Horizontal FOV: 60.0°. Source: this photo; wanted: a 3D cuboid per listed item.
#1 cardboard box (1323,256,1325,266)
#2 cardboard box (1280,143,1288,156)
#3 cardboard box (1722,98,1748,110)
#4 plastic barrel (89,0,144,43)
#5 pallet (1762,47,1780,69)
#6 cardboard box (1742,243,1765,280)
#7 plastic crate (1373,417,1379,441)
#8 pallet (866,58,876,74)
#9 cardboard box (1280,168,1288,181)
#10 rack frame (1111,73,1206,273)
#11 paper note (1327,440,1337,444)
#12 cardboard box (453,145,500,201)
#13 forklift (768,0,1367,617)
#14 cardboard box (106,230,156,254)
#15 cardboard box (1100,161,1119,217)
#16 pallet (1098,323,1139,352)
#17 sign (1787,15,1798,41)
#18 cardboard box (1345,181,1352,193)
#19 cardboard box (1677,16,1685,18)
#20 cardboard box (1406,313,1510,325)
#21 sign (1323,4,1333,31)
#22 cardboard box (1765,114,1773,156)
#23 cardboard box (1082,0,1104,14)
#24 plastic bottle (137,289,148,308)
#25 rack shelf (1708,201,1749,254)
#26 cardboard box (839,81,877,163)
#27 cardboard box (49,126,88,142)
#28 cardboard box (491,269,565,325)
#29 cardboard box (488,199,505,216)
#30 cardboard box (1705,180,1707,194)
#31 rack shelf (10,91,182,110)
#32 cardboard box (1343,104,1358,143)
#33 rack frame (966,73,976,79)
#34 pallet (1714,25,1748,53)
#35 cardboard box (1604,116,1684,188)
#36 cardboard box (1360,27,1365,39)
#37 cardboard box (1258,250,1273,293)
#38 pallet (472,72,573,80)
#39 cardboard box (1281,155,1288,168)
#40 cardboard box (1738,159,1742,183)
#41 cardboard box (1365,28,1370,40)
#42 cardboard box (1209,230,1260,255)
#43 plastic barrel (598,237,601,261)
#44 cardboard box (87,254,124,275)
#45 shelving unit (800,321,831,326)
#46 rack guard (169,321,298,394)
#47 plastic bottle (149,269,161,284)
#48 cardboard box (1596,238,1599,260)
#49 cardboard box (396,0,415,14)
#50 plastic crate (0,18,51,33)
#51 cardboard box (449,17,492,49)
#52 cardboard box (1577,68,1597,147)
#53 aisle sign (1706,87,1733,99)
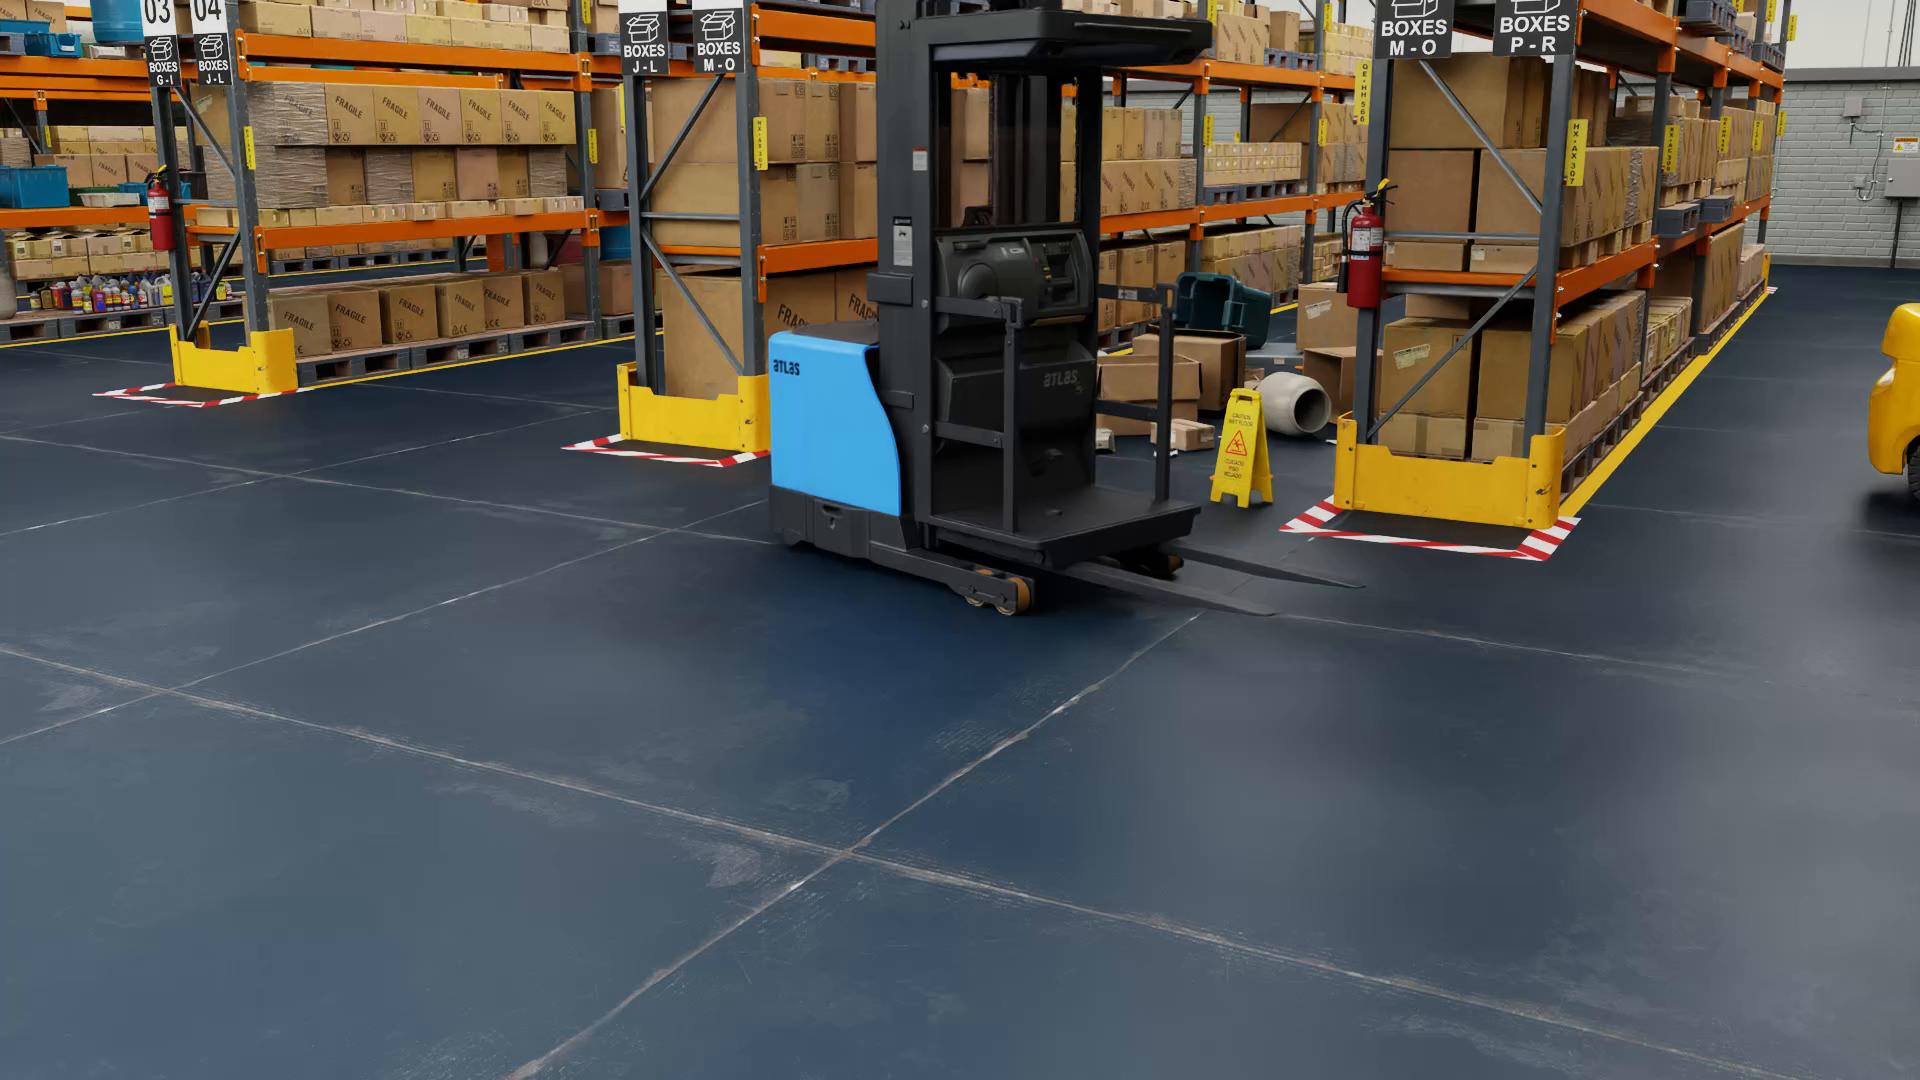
[{"bbox_3d":[4.630,-3.713,22.085,0.380,0.149,0.250,7,15,28],"label":"cardboard box"},{"bbox_3d":[3.766,-4.754,20.224,0.380,0.149,0.250,7,15,26],"label":"cardboard box"},{"bbox_3d":[8.807,-4.941,18.897,0.380,0.149,0.250,7,15,27],"label":"cardboard box"},{"bbox_3d":[-9.026,-5.812,17.875,0.600,0.901,0.708,7,15,28],"label":"plastic barrel"},{"bbox_3d":[9.422,-5.886,20.339,1.003,0.211,1.213,7,15,28],"label":"pallet"},{"bbox_3d":[10.129,-3.688,22.001,0.875,0.438,0.875,7,15,26],"label":"cardboard box"},{"bbox_3d":[3.083,-0.765,11.538,0.402,0.080,0.583,2,14,9],"label":"plastic crate"},{"bbox_3d":[-1.379,-6.092,21.405,1.003,0.211,1.213,8,16,31],"label":"pallet"},{"bbox_3d":[3.779,-4.469,20.312,0.380,0.149,0.250,7,15,28],"label":"cardboard box"},{"bbox_3d":[2.111,-3.775,17.791,1.000,3.000,0.127,7,15,28],"label":"rack frame"},{"bbox_3d":[2.556,-0.671,11.250,0.142,0.019,0.148,2,14,9],"label":"paper note"},{"bbox_3d":[-4.813,-3.432,15.522,0.875,0.500,0.500,7,15,28],"label":"cardboard box"},{"bbox_3d":[0.402,-1.233,7.393,1.130,2.935,3.031,-12,18,-41],"label":"forklift"},{"bbox_3d":[-11.626,-4.172,23.214,0.500,0.311,0.500,8,16,30],"label":"cardboard box"},{"bbox_3d":[1.155,-3.286,15.551,0.500,0.500,0.500,7,15,28],"label":"cardboard box"},{"bbox_3d":[1.073,-2.017,16.448,1.003,0.211,1.213,7,15,28],"label":"pallet"},{"bbox_3d":[10.829,-6.662,21.646,0.100,0.325,0.005,7,15,28],"label":"sign"},{"bbox_3d":[5.062,-4.770,22.455,0.380,0.149,0.250,8,16,30],"label":"cardboard box"},{"bbox_3d":[5.781,-4.427,13.876,0.797,0.503,0.637,7,15,28],"label":"cardboard box"},{"bbox_3d":[3.034,-1.127,10.178,0.500,0.500,0.500,8,16,30],"label":"cardboard box"},{"bbox_3d":[4.532,-6.434,20.479,0.100,0.325,0.005,7,15,28],"label":"sign"},{"bbox_3d":[9.867,-5.073,20.830,0.500,0.500,0.500,7,15,28],"label":"cardboard box"},{"bbox_3d":[1.083,-4.801,15.074,0.380,0.149,0.250,7,15,28],"label":"cardboard box"},{"bbox_3d":[-8.874,-2.621,18.037,0.097,0.201,0.097,0,14,0],"label":"plastic bottle"},{"bbox_3d":[7.460,-3.295,17.337,1.077,0.370,4.000,7,15,28],"label":"rack shelf"},{"bbox_3d":[-0.968,-3.026,12.061,0.875,0.550,0.550,7,15,28],"label":"cardboard box"},{"bbox_3d":[-14.731,-6.678,27.344,0.500,0.250,0.500,8,16,29],"label":"cardboard box"},{"bbox_3d":[-4.344,-2.448,16.726,0.500,0.500,0.500,7,15,26],"label":"cardboard box"},{"bbox_3d":[-4.524,-3.142,15.704,0.380,0.149,0.250,7,15,28],"label":"cardboard box"},{"bbox_3d":[6.263,-3.052,14.433,0.380,0.149,0.250,7,15,25],"label":"cardboard box"},{"bbox_3d":[-14.223,-7.560,28.626,1.077,0.370,4.000,7,15,28],"label":"rack shelf"},{"bbox_3d":[4.984,-5.548,22.163,0.500,0.500,0.500,8,16,29],"label":"cardboard box"},{"bbox_3d":[-0.248,-5.178,23.612,1.000,3.000,0.127,7,15,28],"label":"rack frame"},{"bbox_3d":[6.758,-4.739,15.794,1.213,0.211,1.003,8,16,31],"label":"pallet"},{"bbox_3d":[5.037,-2.875,12.315,0.500,0.500,0.500,8,16,29],"label":"cardboard box"},{"bbox_3d":[5.190,-6.769,22.214,0.380,0.149,0.250,7,15,26],"label":"cardboard box"},{"bbox_3d":[3.408,-3.194,19.820,0.500,0.500,0.500,7,15,27],"label":"cardboard box"},{"bbox_3d":[-6.062,-6.431,22.811,1.003,0.211,1.213,7,15,28],"label":"pallet"},{"bbox_3d":[3.777,-4.613,20.275,0.380,0.149,0.250,8,16,30],"label":"cardboard box"},{"bbox_3d":[7.946,-3.897,17.552,0.500,0.250,0.500,8,16,29],"label":"cardboard box"},{"bbox_3d":[5.312,-6.824,22.440,0.380,0.149,0.250,7,15,26],"label":"cardboard box"},{"bbox_3d":[3.152,-3.446,19.267,0.500,0.250,0.500,8,15,28],"label":"cardboard box"},{"bbox_3d":[-5.555,-4.373,24.686,0.421,0.512,0.421,0,14,0],"label":"plastic barrel"},{"bbox_3d":[-11.877,-3.793,22.839,0.500,0.250,0.500,7,15,26],"label":"cardboard box"},{"bbox_3d":[-0.698,-0.621,8.852,0.215,1.050,0.252,10,17,29],"label":"shelving unit"},{"bbox_3d":[-6.012,-1.517,13.758,1.175,0.500,0.348,7,15,28],"label":"rack guard"},{"bbox_3d":[-9.079,-2.889,18.831,0.144,0.351,0.185,7,15,28],"label":"plastic bottle"},{"bbox_3d":[3.539,-1.720,9.803,0.380,0.149,0.250,8,16,30],"label":"cardboard box"},{"bbox_3d":[-4.975,-4.645,14.470,0.380,0.149,0.250,7,15,27],"label":"cardboard box"},{"bbox_3d":[-9.727,-5.153,17.142,0.392,0.384,0.575,7,15,28],"label":"plastic crate"},{"bbox_3d":[-4.611,-4.588,15.084,0.500,0.250,0.500,7,15,28],"label":"cardboard box"},{"bbox_3d":[3.891,-2.925,11.286,0.700,0.500,0.500,7,15,28],"label":"cardboard box"},{"bbox_3d":[10.142,-6.187,22.252,0.394,0.787,0.004,7,15,28],"label":"aisle sign"}]
